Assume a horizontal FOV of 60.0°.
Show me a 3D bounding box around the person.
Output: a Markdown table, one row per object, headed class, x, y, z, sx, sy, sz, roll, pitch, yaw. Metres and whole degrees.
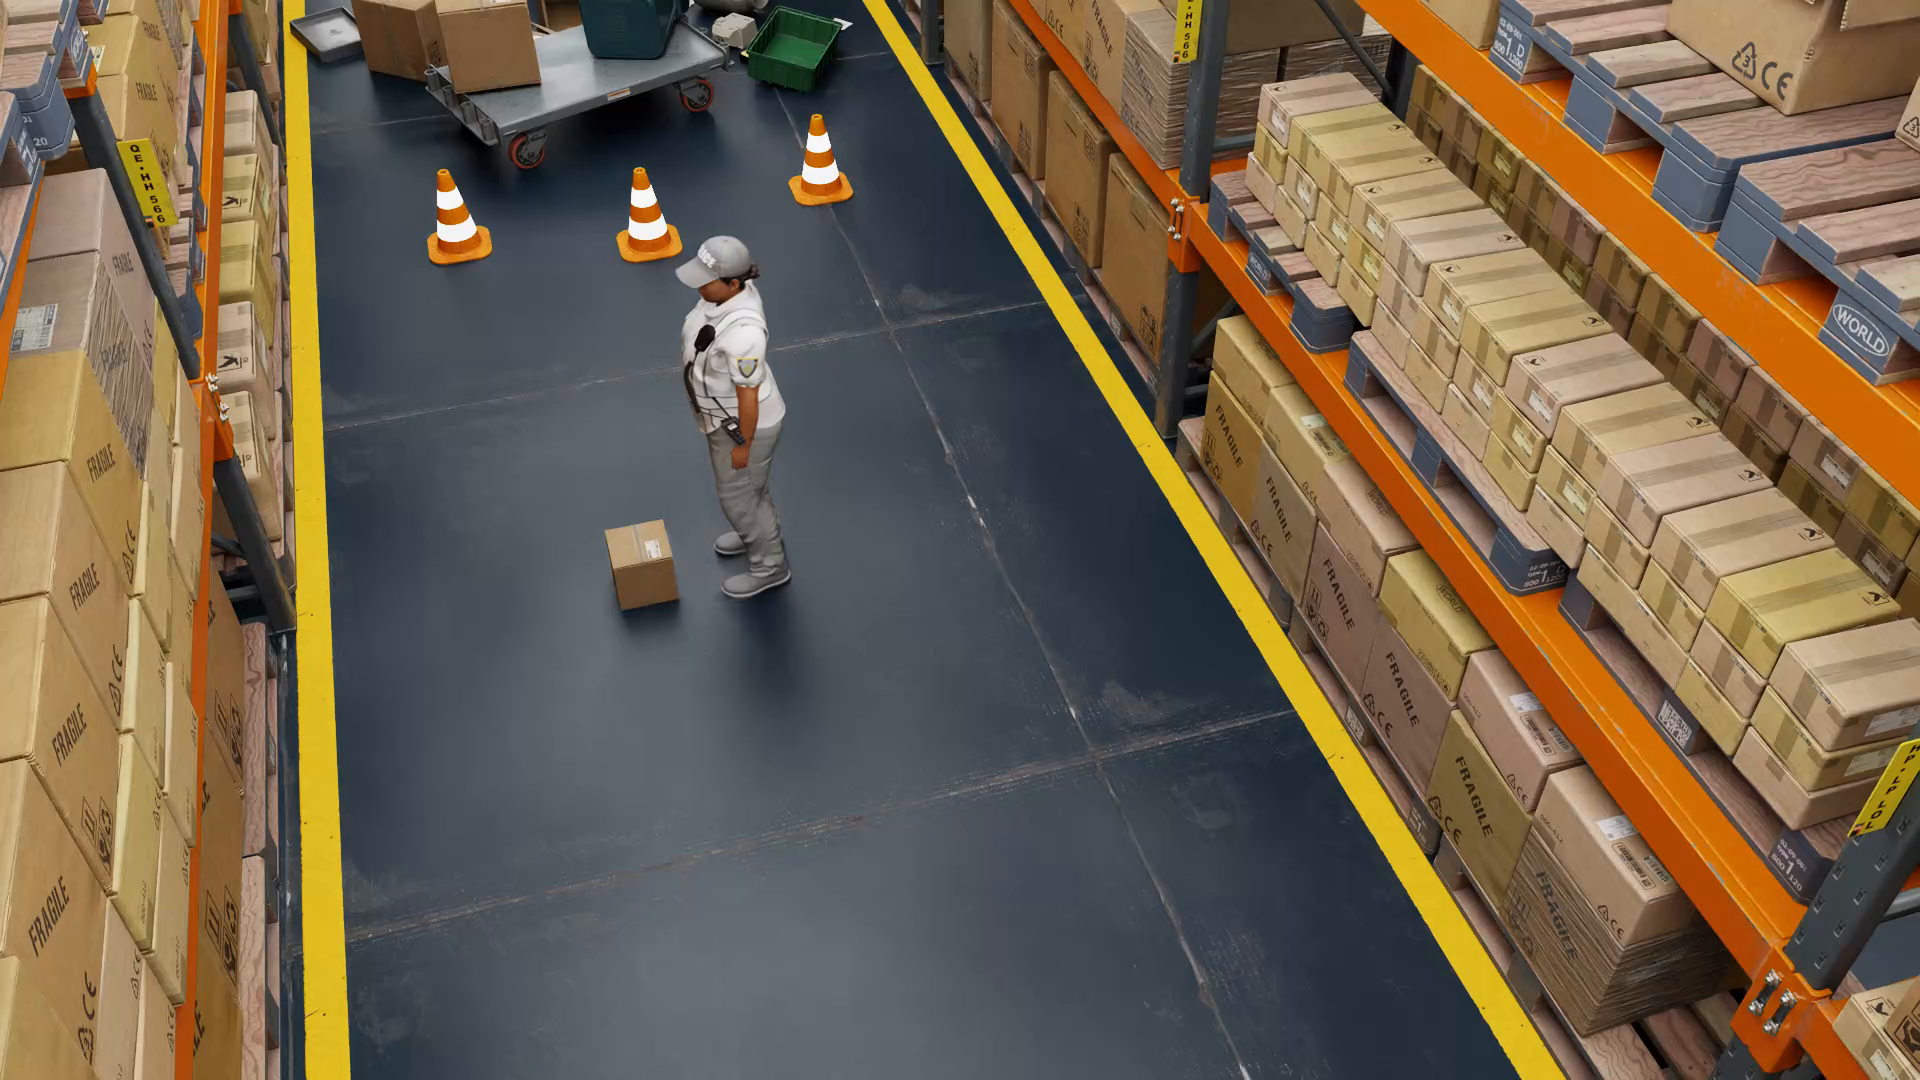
| class | x | y | z | sx | sy | sz | roll | pitch | yaw |
| --- | --- | --- | --- | --- | --- | --- | --- | --- | --- |
| person | 0.708 | -16.685 | 21.161 | 15.528 | 6.004 | 41.037 | -11 | 44 | -12 |
